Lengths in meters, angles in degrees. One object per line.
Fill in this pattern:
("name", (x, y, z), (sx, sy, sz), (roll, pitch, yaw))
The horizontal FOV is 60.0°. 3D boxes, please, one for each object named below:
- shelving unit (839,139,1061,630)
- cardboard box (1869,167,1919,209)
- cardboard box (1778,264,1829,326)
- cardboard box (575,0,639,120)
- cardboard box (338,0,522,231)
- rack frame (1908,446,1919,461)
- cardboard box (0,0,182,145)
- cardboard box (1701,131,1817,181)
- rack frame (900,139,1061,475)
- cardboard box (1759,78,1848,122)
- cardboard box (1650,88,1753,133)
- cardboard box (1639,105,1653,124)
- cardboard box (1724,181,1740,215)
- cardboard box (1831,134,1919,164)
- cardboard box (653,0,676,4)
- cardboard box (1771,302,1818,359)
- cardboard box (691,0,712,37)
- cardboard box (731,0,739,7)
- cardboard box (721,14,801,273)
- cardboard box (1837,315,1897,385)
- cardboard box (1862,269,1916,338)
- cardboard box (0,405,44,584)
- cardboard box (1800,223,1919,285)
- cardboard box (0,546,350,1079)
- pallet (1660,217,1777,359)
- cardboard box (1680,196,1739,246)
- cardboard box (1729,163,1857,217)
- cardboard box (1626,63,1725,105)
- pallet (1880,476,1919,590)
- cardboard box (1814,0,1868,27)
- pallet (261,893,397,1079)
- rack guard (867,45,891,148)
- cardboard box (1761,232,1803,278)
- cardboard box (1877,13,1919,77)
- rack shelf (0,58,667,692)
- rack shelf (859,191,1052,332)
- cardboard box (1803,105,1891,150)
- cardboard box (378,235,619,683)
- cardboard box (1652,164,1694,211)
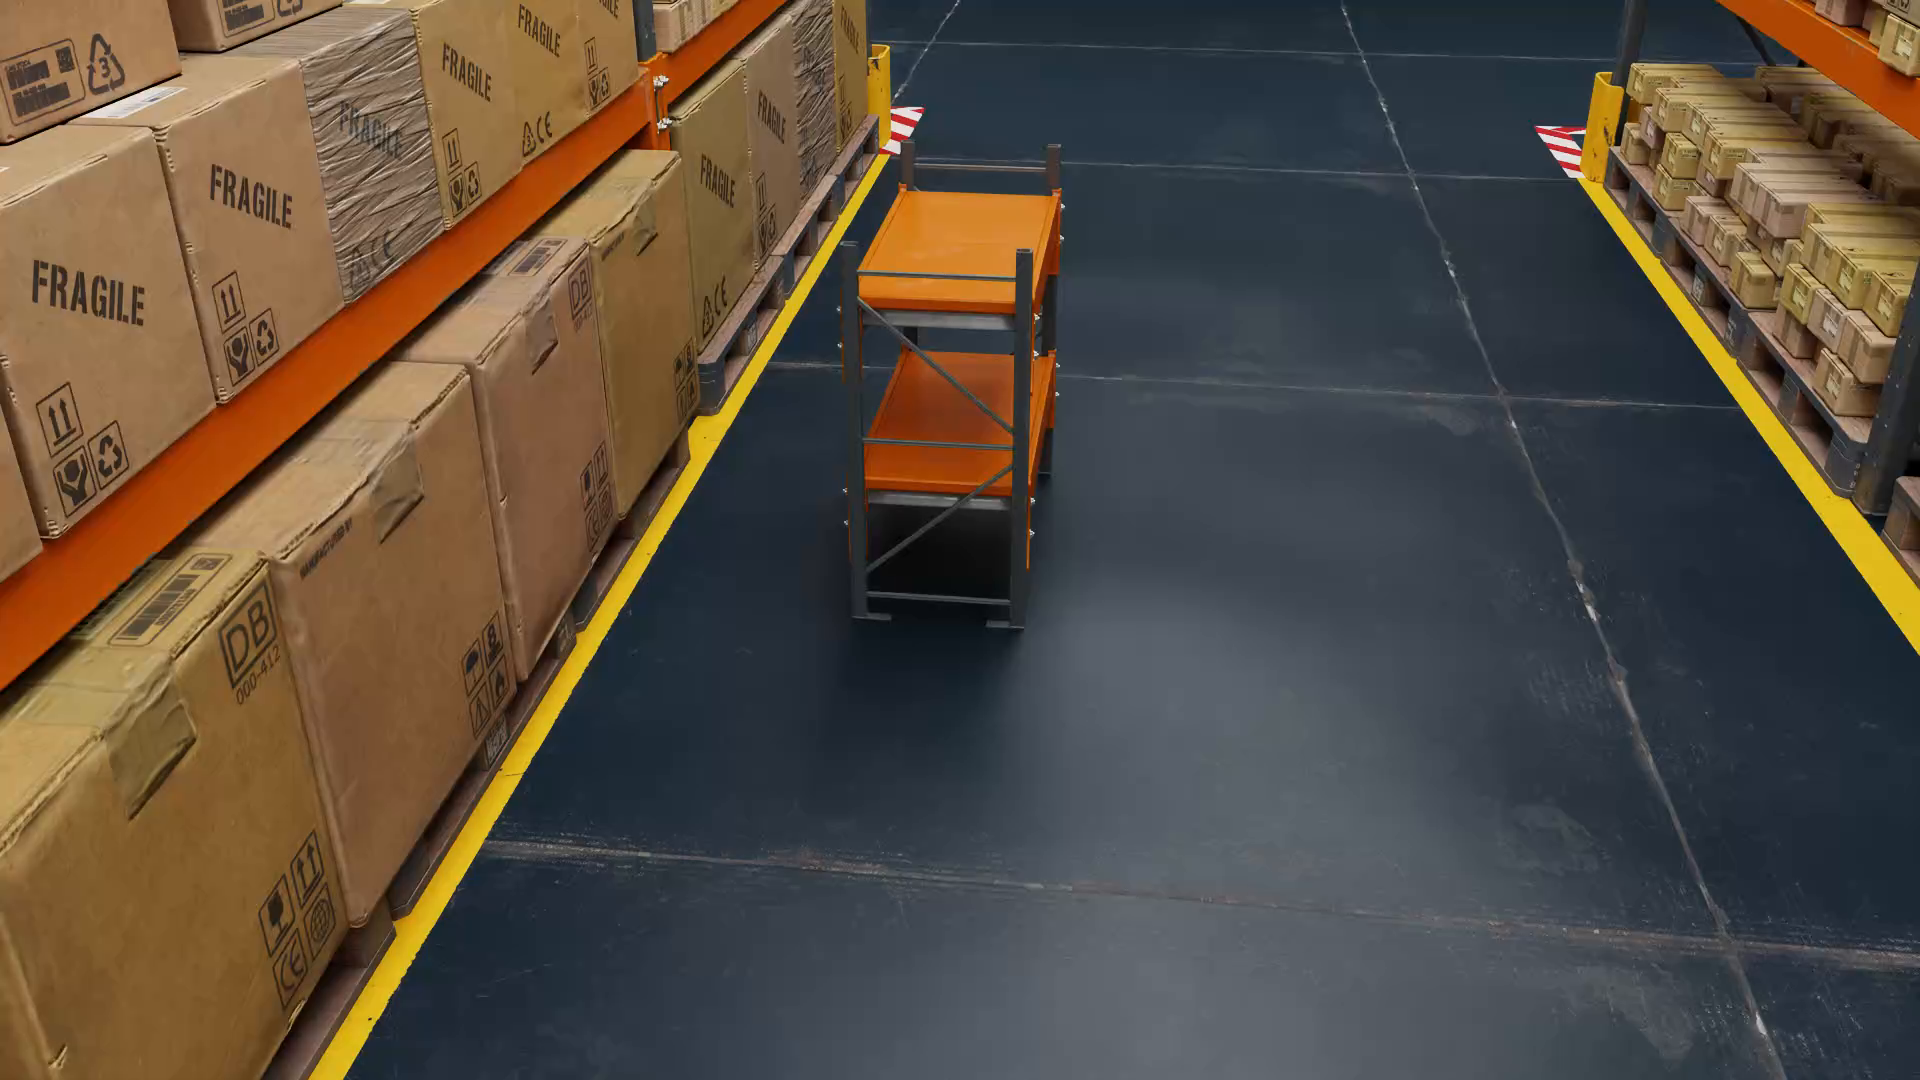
("shelving unit", (0.001, -0.498, 4.989), (0.538, 1.125, 1.048), (3, 28, 6))
("cardboard box", (3.823, -1.355, 6.539), (0.380, 0.149, 0.250), (2, 28, 4))
("cardboard box", (3.187, -0.876, 5.962), (0.380, 0.149, 0.250), (2, 28, 4))
("cardboard box", (-1.269, -1.537, 4.835), (0.500, 0.500, 0.500), (3, 29, 6))
("cardboard box", (-1.393, -1.058, 3.946), (0.500, 0.500, 0.500), (3, 28, 6))
("rack frame", (3.424, -1.393, 4.673), (0.949, 2.616, 0.053), (3, 28, 6))
("cardboard box", (-1.784, -0.981, 2.746), (0.797, 0.503, 0.637), (4, 29, 7))
("cardboard box", (3.375, -1.620, 7.030), (0.380, 0.149, 0.250), (4, 29, 7))
("rack frame", (0.063, -0.738, 5.433), (0.500, 1.125, 0.032), (3, 28, 6))
("cardboard box", (4.017, -2.089, 7.900), (0.380, 0.149, 0.250), (4, 29, 7))
("cardboard box", (3.444, -1.993, 7.722), (0.380, 0.149, 0.250), (3, 28, 6))
("cardboard box", (3.599, -2.105, 8.244), (0.380, 0.149, 0.250), (5, 29, 8))
("cardboard box", (3.498, -1.484, 7.091), (0.380, 0.149, 0.250), (5, 29, 9))
("cardboard box", (3.896, -1.594, 6.982), (0.380, 0.149, 0.250), (2, 28, 4))
("cardboard box", (-1.165, -2.000, 5.644), (0.500, 0.250, 0.500), (3, 28, 5))
("cardboard box", (3.221, -0.773, 6.085), (0.380, 0.149, 0.250), (2, 28, 5))
("cardboard box", (-1.084, -1.862, 5.808), (0.380, 0.149, 0.250), (2, 28, 5))
("cardboard box", (-1.022, -2.110, 6.268), (0.380, 0.149, 0.250), (3, 28, 5))
("cardboard box", (-1.212, -1.708, 7.055), (0.875, 0.875, 0.875), (3, 28, 6))
("cardboard box", (3.151, -0.621, 5.489), (0.380, 0.149, 0.250), (4, 29, 7))
("cardboard box", (3.213, -0.767, 5.448), (0.380, 0.149, 0.250), (4, 29, 8))
("cardboard box", (-1.643, -0.103, 2.173), (0.500, 0.500, 0.500), (4, 29, 8))
("cardboard box", (3.228, -1.008, 5.893), (0.380, 0.149, 0.250), (3, 28, 6))
("cardboard box", (-1.867, 0.581, 2.807), (1.225, 0.875, 0.875), (2, 28, 4))
("pallet", (3.622, -1.059, 6.994), (1.003, 0.211, 1.213), (3, 28, 6))
("cardboard box", (3.368, -1.381, 7.213), (0.380, 0.149, 0.250), (2, 28, 4))
("cardboard box", (3.300, -1.386, 6.595), (0.380, 0.149, 0.250), (2, 28, 4))
("cardboard box", (3.516, -2.241, 8.182), (0.380, 0.149, 0.250), (2, 28, 4))
("pallet", (3.334, 0.201, 4.654), (1.003, 0.211, 1.213), (3, 28, 6))
("cardboard box", (3.305, -1.930, 5.935), (0.380, 0.149, 0.250), (2, 28, 4))
("pallet", (-1.801, 1.015, 3.144), (1.003, 0.211, 1.213), (3, 28, 6))
("rack guard", (-0.989, -2.523, 9.405), (1.175, 0.500, 0.348), (3, 28, 6))
("cardboard box", (3.327, -1.109, 6.396), (0.380, 0.149, 0.250), (4, 29, 7))
("cardboard box", (3.154, -1.558, 5.244), (0.380, 0.149, 0.250), (3, 28, 5))
("rack shelf", (-1.728, -0.471, 3.720), (1.077, 0.370, 4.000), (3, 28, 6))
("rack shelf", (0.001, -0.821, 4.816), (0.459, 0.093, 0.952), (3, 28, 6))
("cardboard box", (4.016, -1.841, 7.441), (0.380, 0.149, 0.250), (2, 28, 4))
("cardboard box", (-1.650, -0.255, 4.359), (1.225, 0.875, 0.875), (2, 28, 4))
("cardboard box", (3.421, -1.618, 7.655), (0.380, 0.149, 0.250), (4, 29, 7))
